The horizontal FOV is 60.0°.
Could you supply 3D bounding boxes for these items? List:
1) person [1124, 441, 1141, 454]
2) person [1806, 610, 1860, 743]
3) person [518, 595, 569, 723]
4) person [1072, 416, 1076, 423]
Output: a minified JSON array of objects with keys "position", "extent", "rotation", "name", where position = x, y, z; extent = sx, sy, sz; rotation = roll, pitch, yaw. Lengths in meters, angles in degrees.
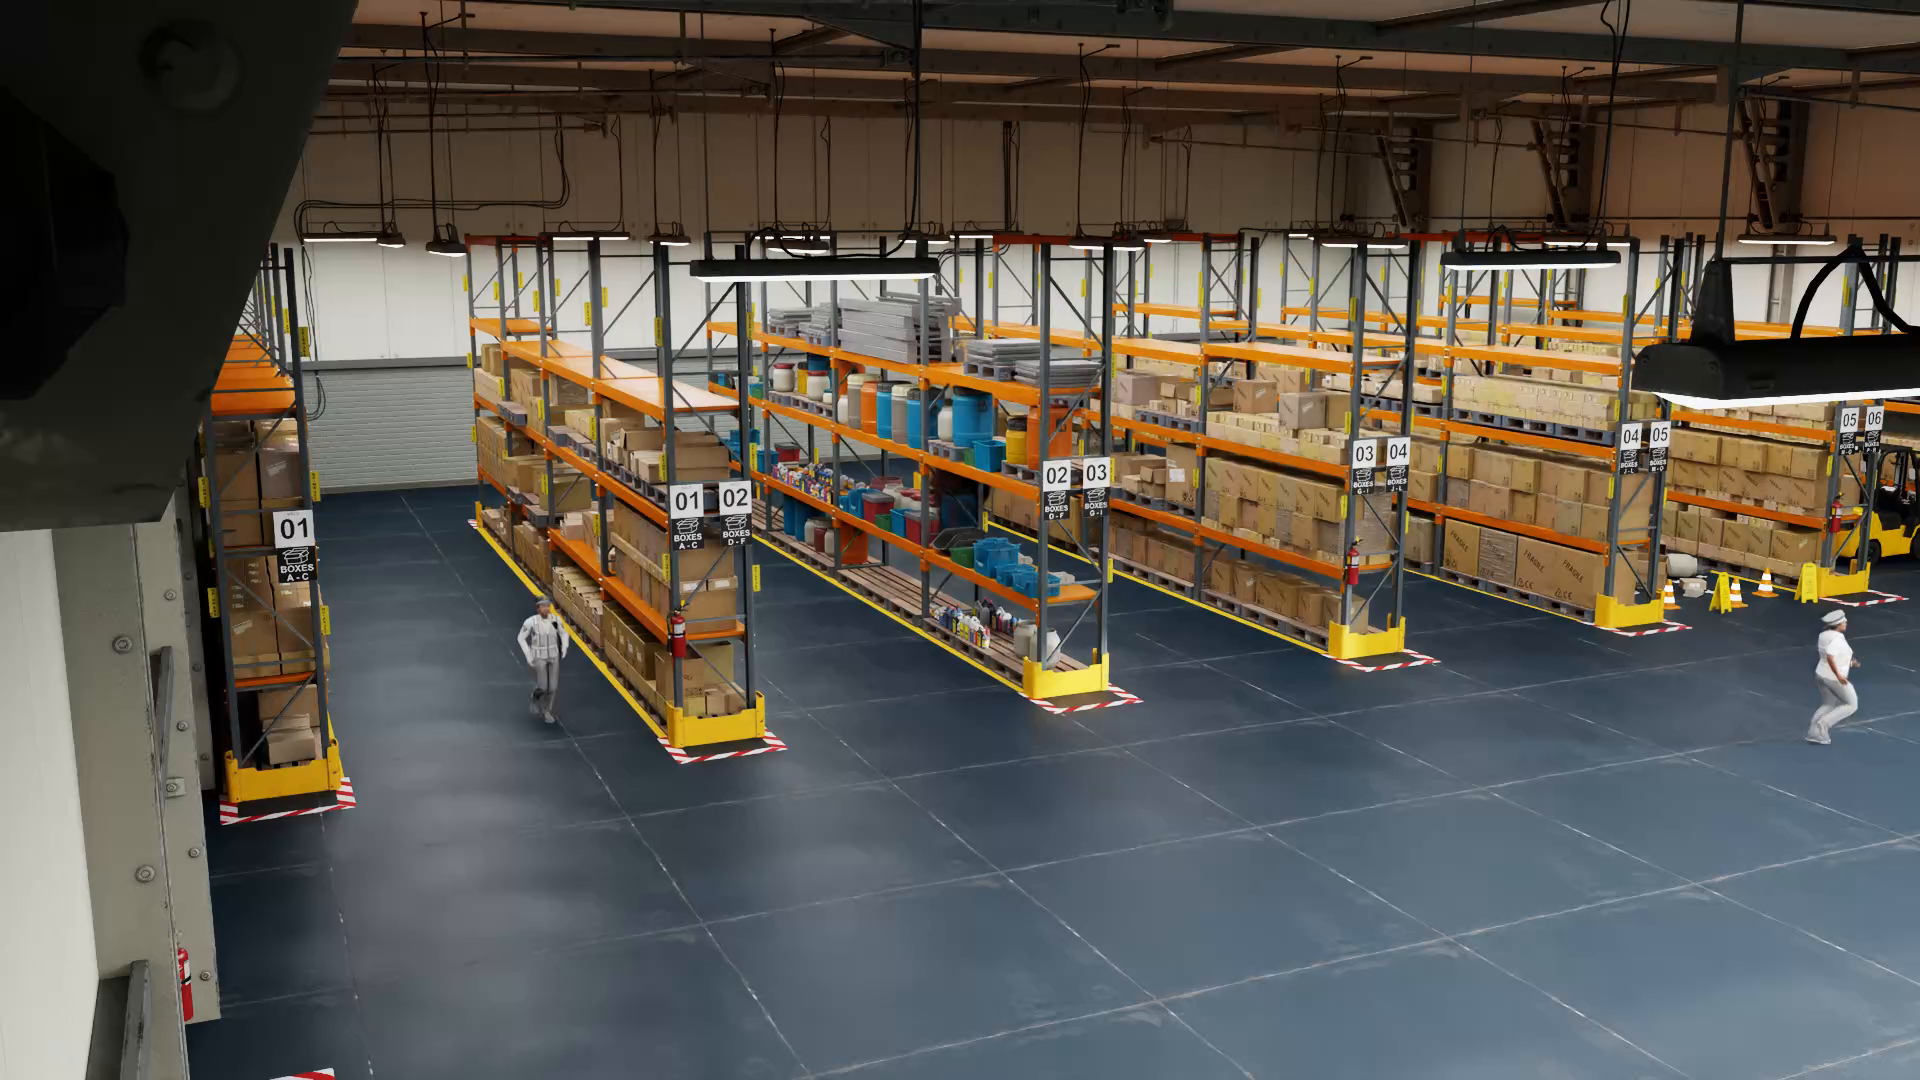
[{"position":[4.351,-2.524,41.785],"extent":[0.849,1.646,0.675],"rotation":[4,12,19],"name":"person"},{"position":[10.635,1.664,20.159],"extent":[0.576,1.659,0.560],"rotation":[0,11,-2],"name":"person"},{"position":[-5.245,1.493,21.098],"extent":[0.633,1.665,0.542],"rotation":[-7,13,-32],"name":"person"},{"position":[2.524,-2.379,41.021],"extent":[0.678,1.716,0.791],"rotation":[-6,13,-30],"name":"person"}]
